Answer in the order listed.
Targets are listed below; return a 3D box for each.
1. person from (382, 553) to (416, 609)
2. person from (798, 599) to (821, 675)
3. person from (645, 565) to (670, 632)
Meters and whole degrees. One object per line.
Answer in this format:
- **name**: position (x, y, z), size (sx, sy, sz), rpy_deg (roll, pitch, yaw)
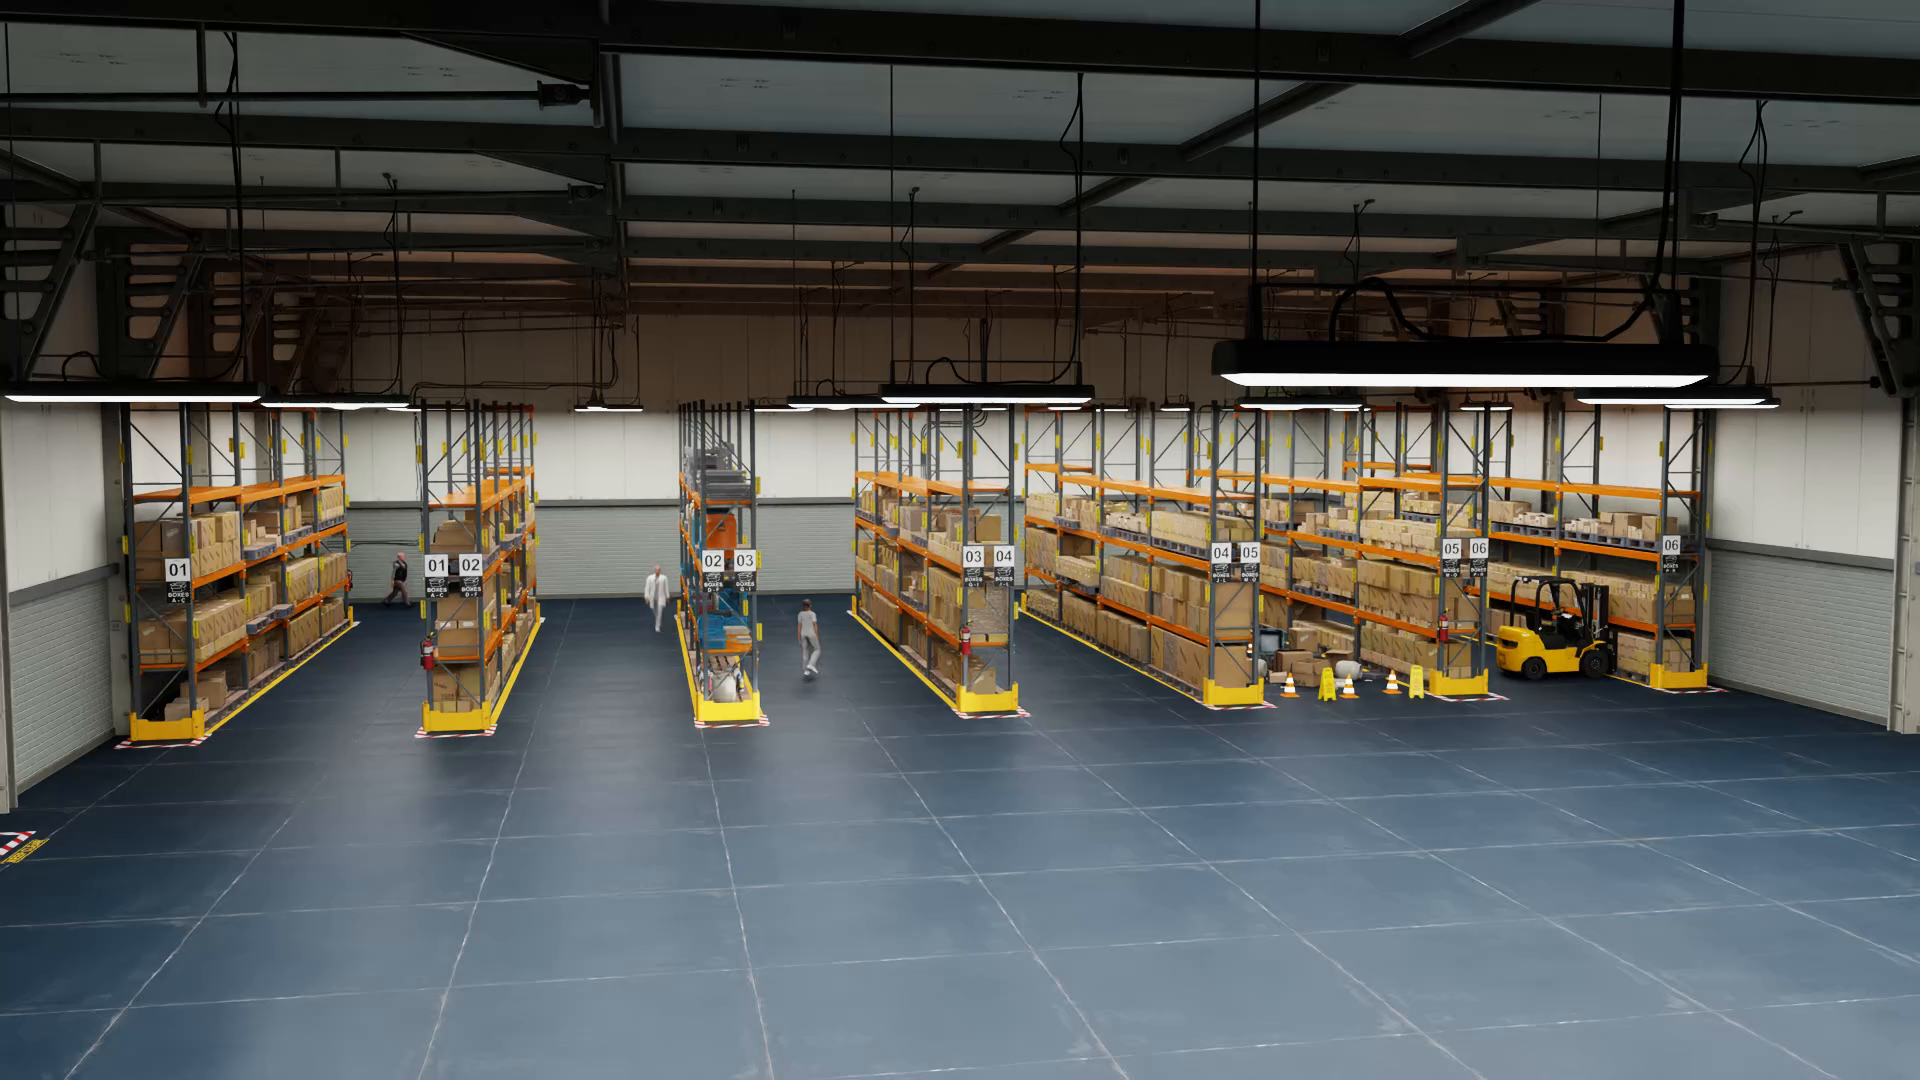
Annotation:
- **person**: position (-16.534, 1.199, 49.035), size (1.106, 1.665, 0.522), rpy_deg (0, 4, 6)
- **person**: position (-3.348, 2.134, 36.530), size (0.482, 1.672, 0.472), rpy_deg (1, 5, 18)
- **person**: position (-8.011, 1.533, 43.784), size (0.588, 1.711, 1.117), rpy_deg (1, 4, 8)
